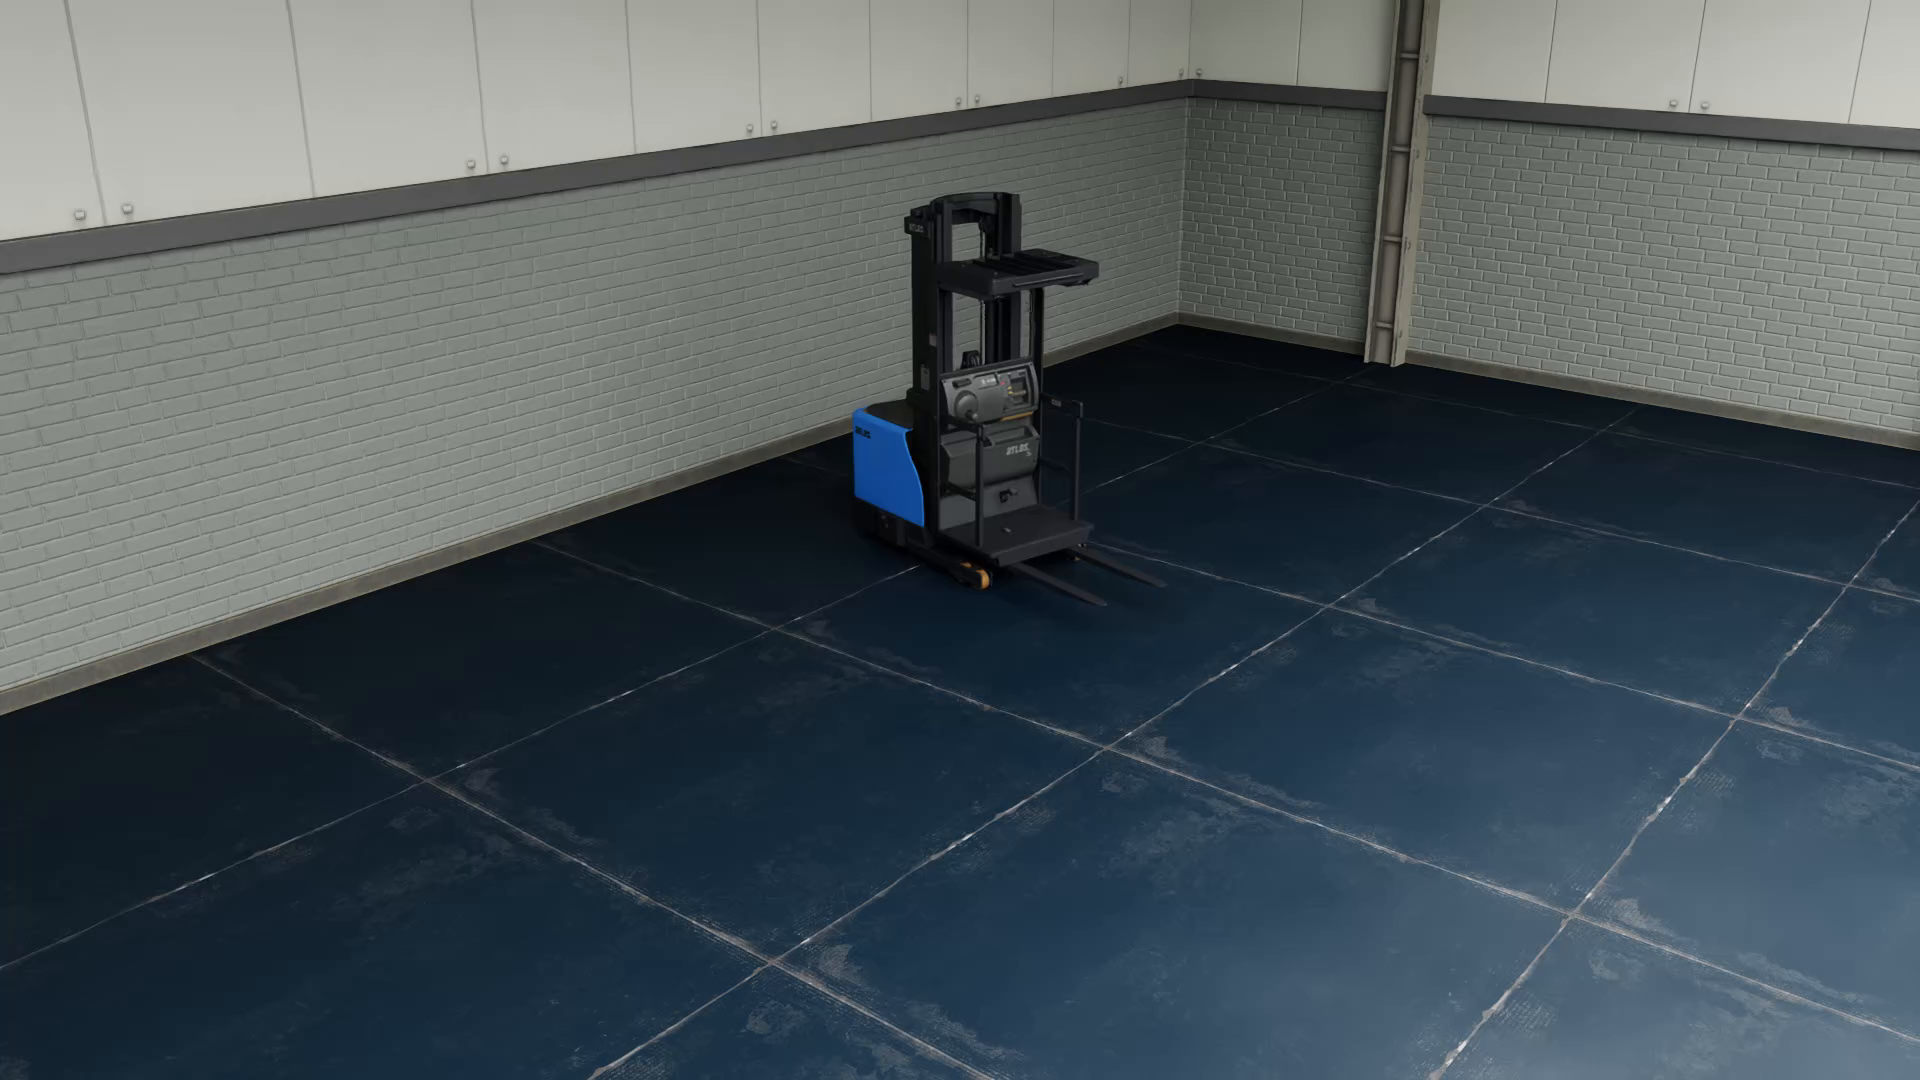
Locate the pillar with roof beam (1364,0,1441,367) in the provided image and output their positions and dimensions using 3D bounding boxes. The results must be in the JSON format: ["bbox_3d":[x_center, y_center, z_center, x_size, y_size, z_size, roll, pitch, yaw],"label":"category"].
[{"bbox_3d":[2.331,-5.154,15.085,0.400,9.000,9.100,16,26,36],"label":"pillar with roof beam"}]

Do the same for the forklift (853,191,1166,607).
[{"bbox_3d":[0.377,-1.170,13.120,1.130,2.935,3.031,-15,26,-35],"label":"forklift"}]
